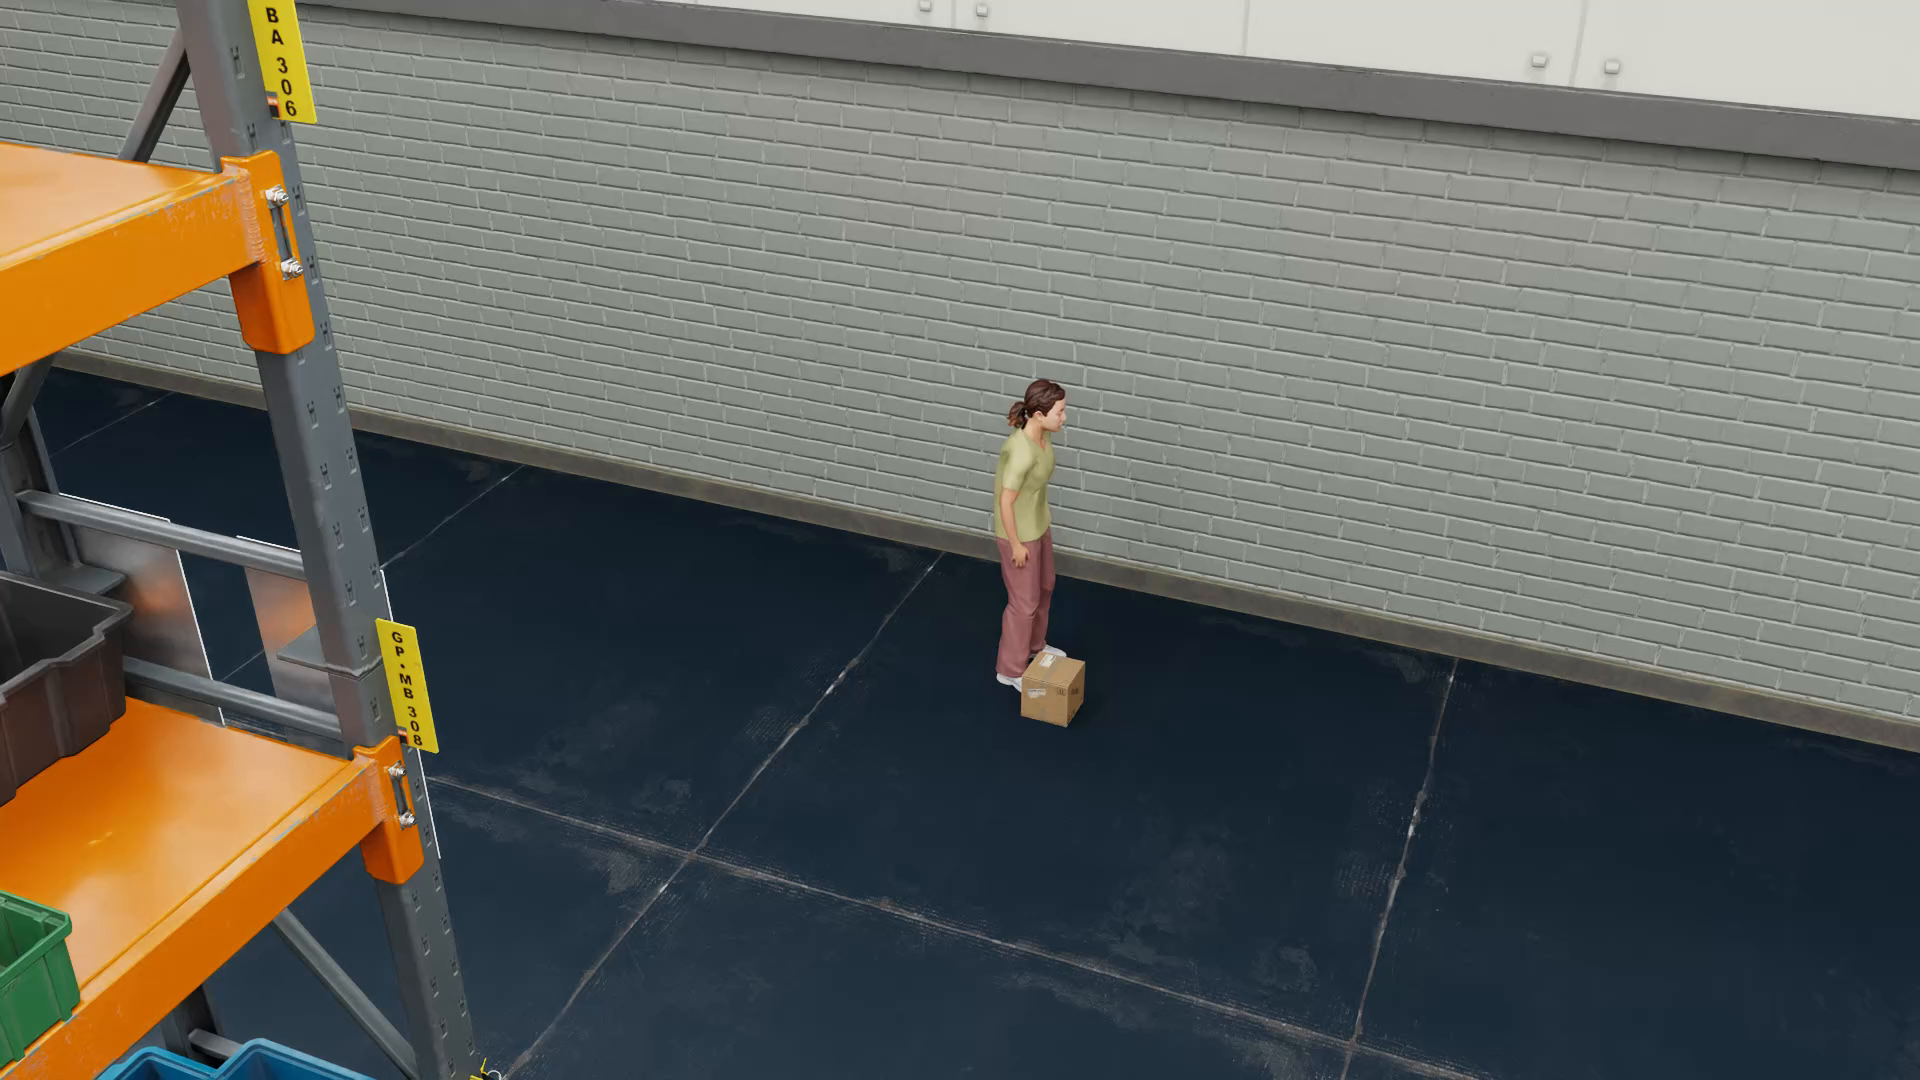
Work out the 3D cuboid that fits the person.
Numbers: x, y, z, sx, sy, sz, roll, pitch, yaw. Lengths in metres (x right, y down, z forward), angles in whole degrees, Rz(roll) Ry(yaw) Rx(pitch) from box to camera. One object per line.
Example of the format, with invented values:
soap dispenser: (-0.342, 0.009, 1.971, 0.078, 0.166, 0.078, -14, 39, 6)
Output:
person: (0.359, -0.040, 8.467, 0.359, 1.669, 0.500, 10, 31, 17)
